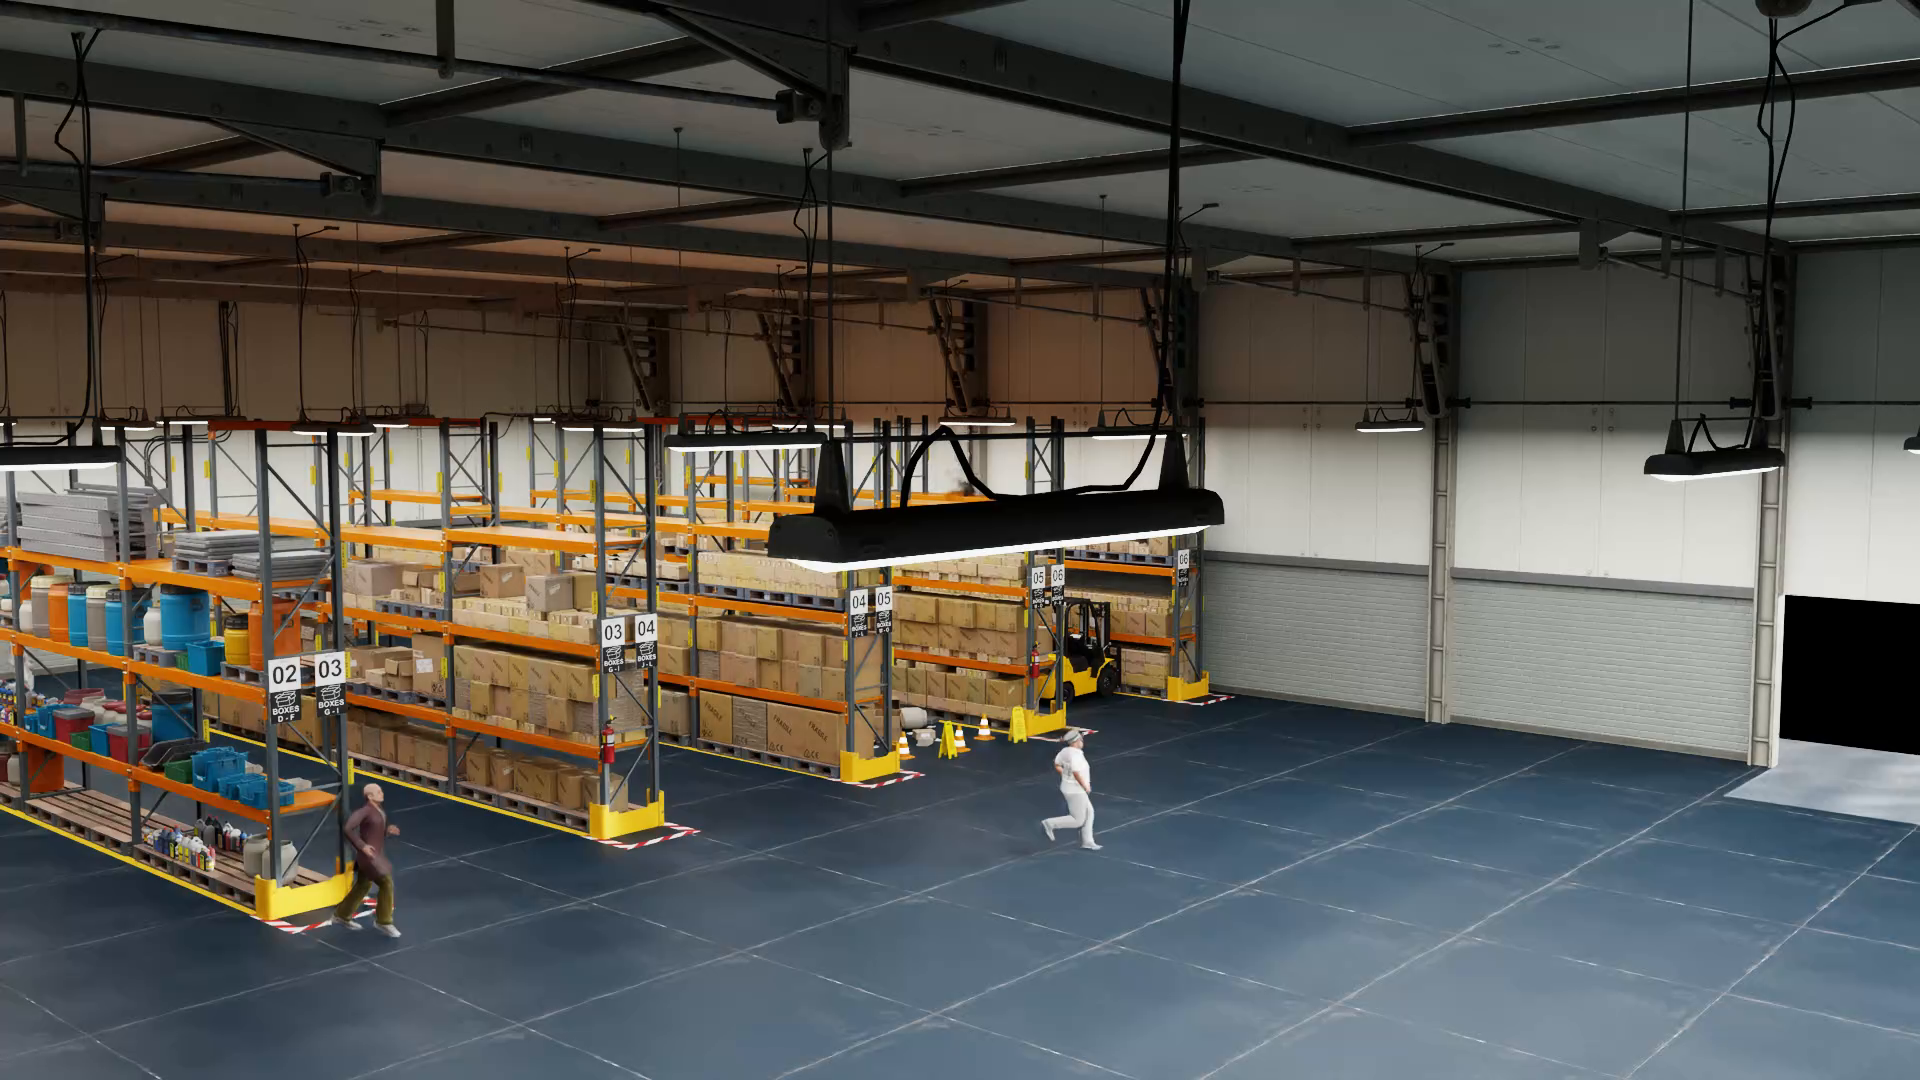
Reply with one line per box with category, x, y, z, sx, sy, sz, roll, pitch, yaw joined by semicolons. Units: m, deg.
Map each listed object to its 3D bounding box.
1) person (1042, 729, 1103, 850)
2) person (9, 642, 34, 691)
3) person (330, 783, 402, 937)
person;1.585;3.534;23.431;0.939;1.767;0.651;-1;5;-11
person;-19.507;2.608;34.439;0.765;1.753;0.683;-4;6;-41
person;-7.070;3.807;19.773;0.836;1.853;0.715;-1;5;-10
